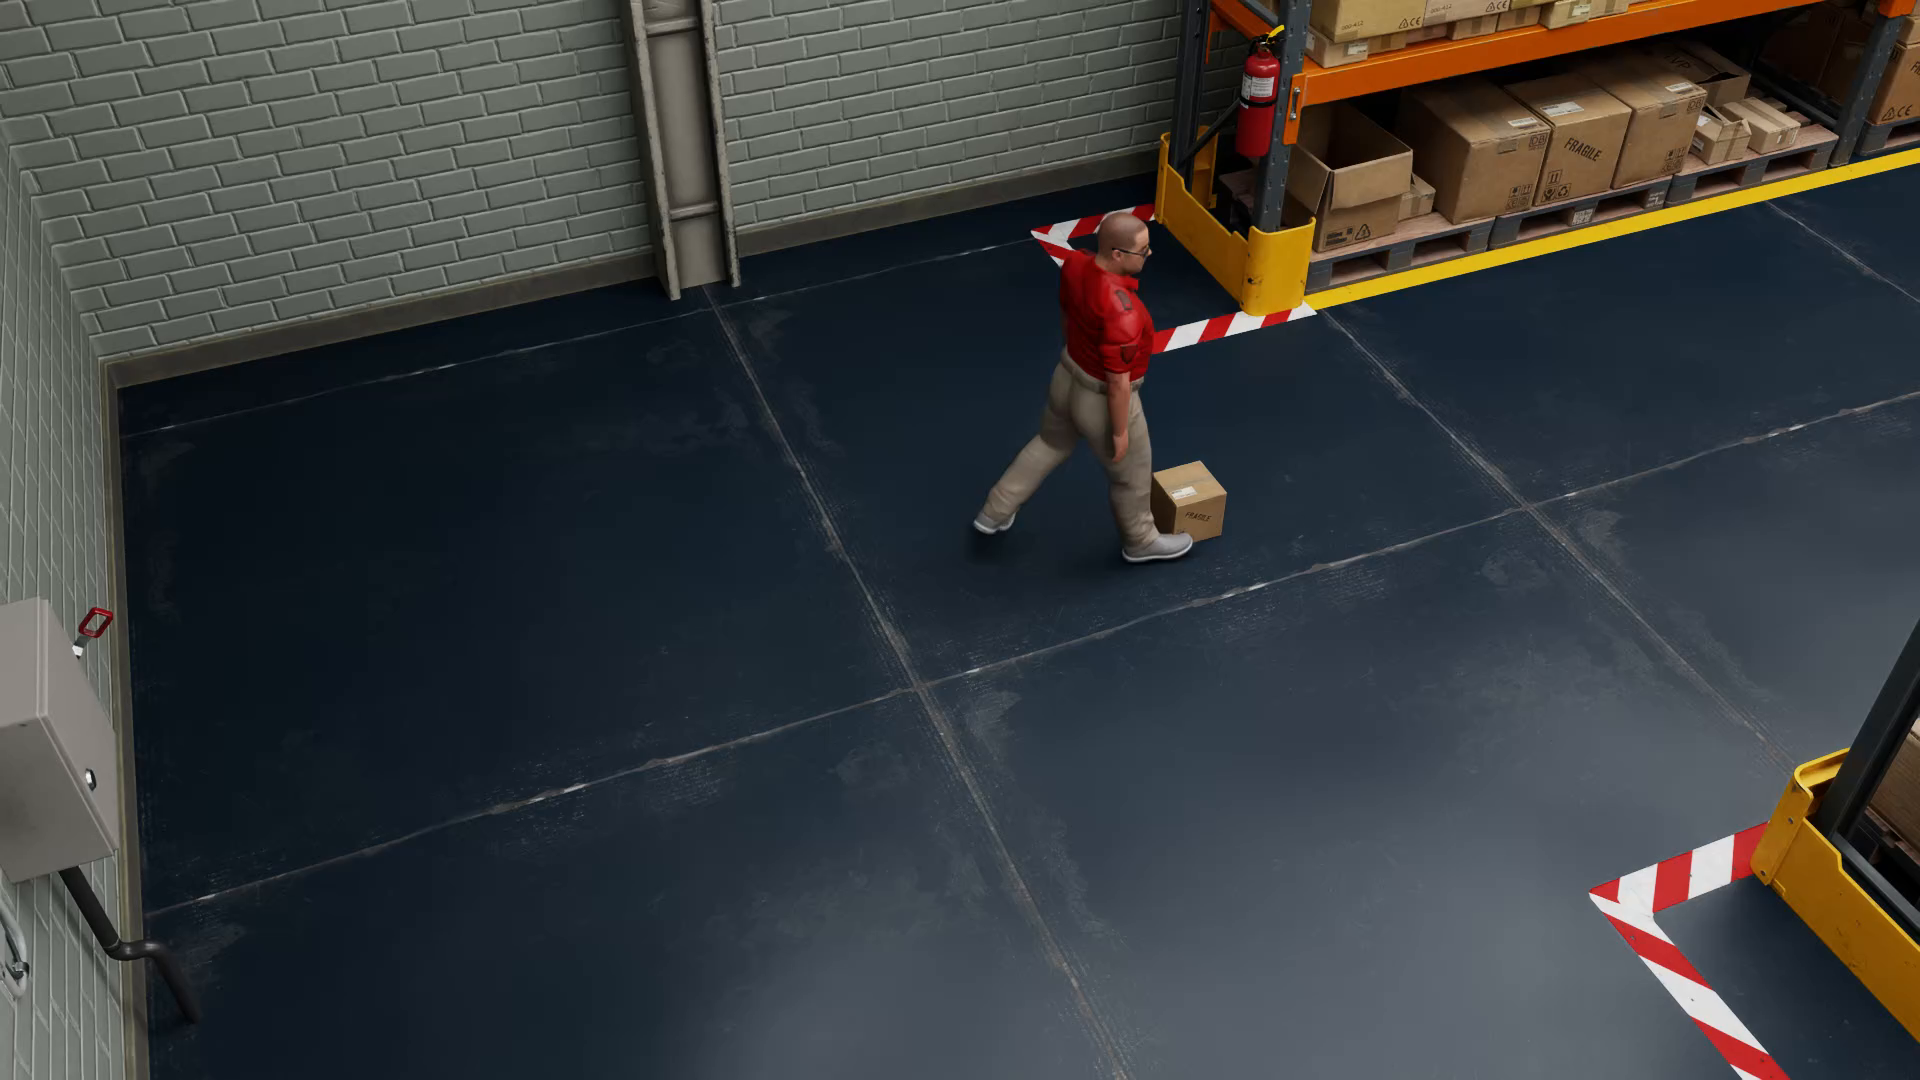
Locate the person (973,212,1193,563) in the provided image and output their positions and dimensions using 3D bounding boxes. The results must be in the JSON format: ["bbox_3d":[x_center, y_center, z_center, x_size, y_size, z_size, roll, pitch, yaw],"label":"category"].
[{"bbox_3d":[0.534,-0.617,6.858,0.887,1.706,0.647,-20,45,-21],"label":"person"}]
